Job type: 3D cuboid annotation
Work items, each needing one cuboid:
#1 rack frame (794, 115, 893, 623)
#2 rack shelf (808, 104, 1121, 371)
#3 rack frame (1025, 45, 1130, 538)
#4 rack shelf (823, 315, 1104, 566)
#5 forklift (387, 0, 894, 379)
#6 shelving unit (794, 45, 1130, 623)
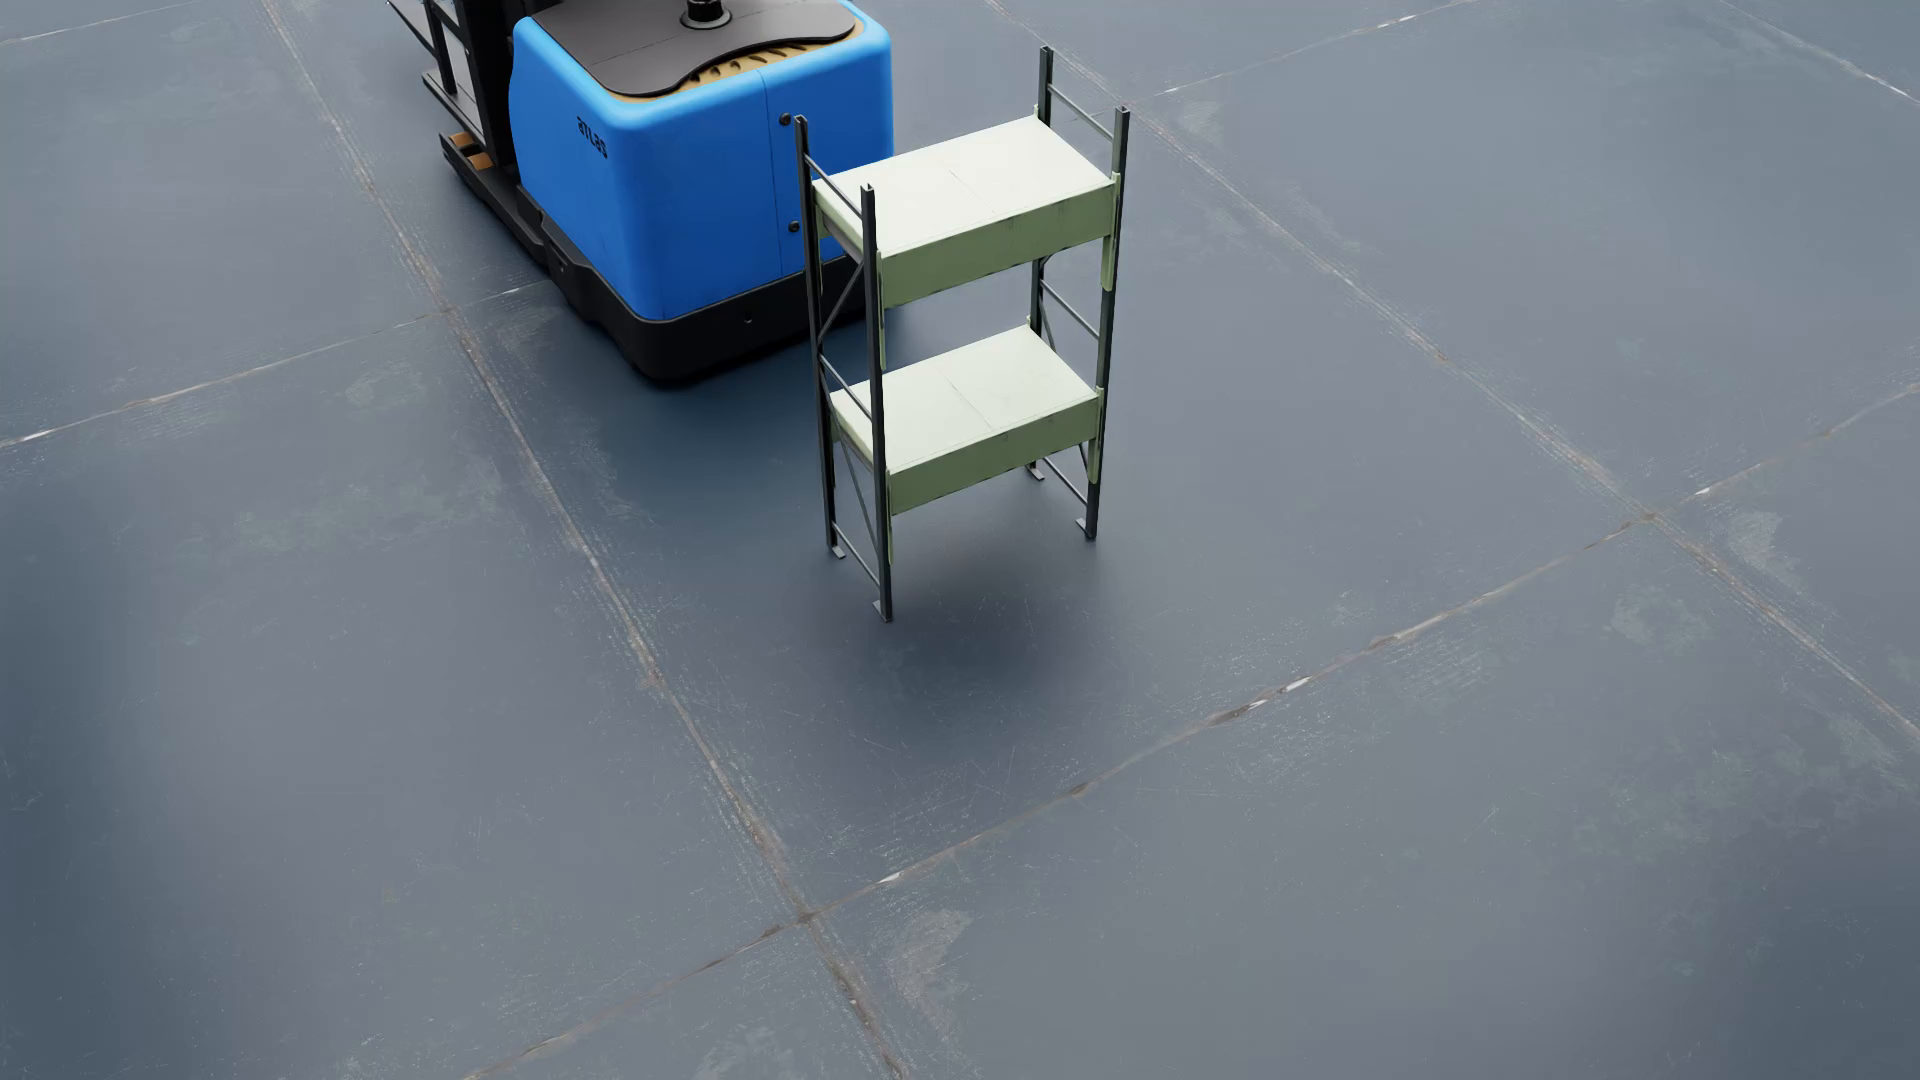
[{"bbox_3d":[-0.312,-0.414,4.599,0.023,1.500,0.400,-22,48,-21],"label":"rack frame"},{"bbox_3d":[0.006,-0.821,4.458,0.720,0.370,0.431,-22,48,-21],"label":"rack shelf"},{"bbox_3d":[0.323,-0.668,4.861,0.023,1.500,0.400,-22,48,-21],"label":"rack frame"},{"bbox_3d":[0.006,-0.307,4.957,0.720,0.370,0.431,-22,48,-21],"label":"rack shelf"},{"bbox_3d":[-1.449,-2.602,5.826,1.130,2.935,3.031,-25,49,-24],"label":"forklift"},{"bbox_3d":[0.006,-0.541,4.730,0.755,1.500,0.431,-22,48,-21],"label":"shelving unit"}]
